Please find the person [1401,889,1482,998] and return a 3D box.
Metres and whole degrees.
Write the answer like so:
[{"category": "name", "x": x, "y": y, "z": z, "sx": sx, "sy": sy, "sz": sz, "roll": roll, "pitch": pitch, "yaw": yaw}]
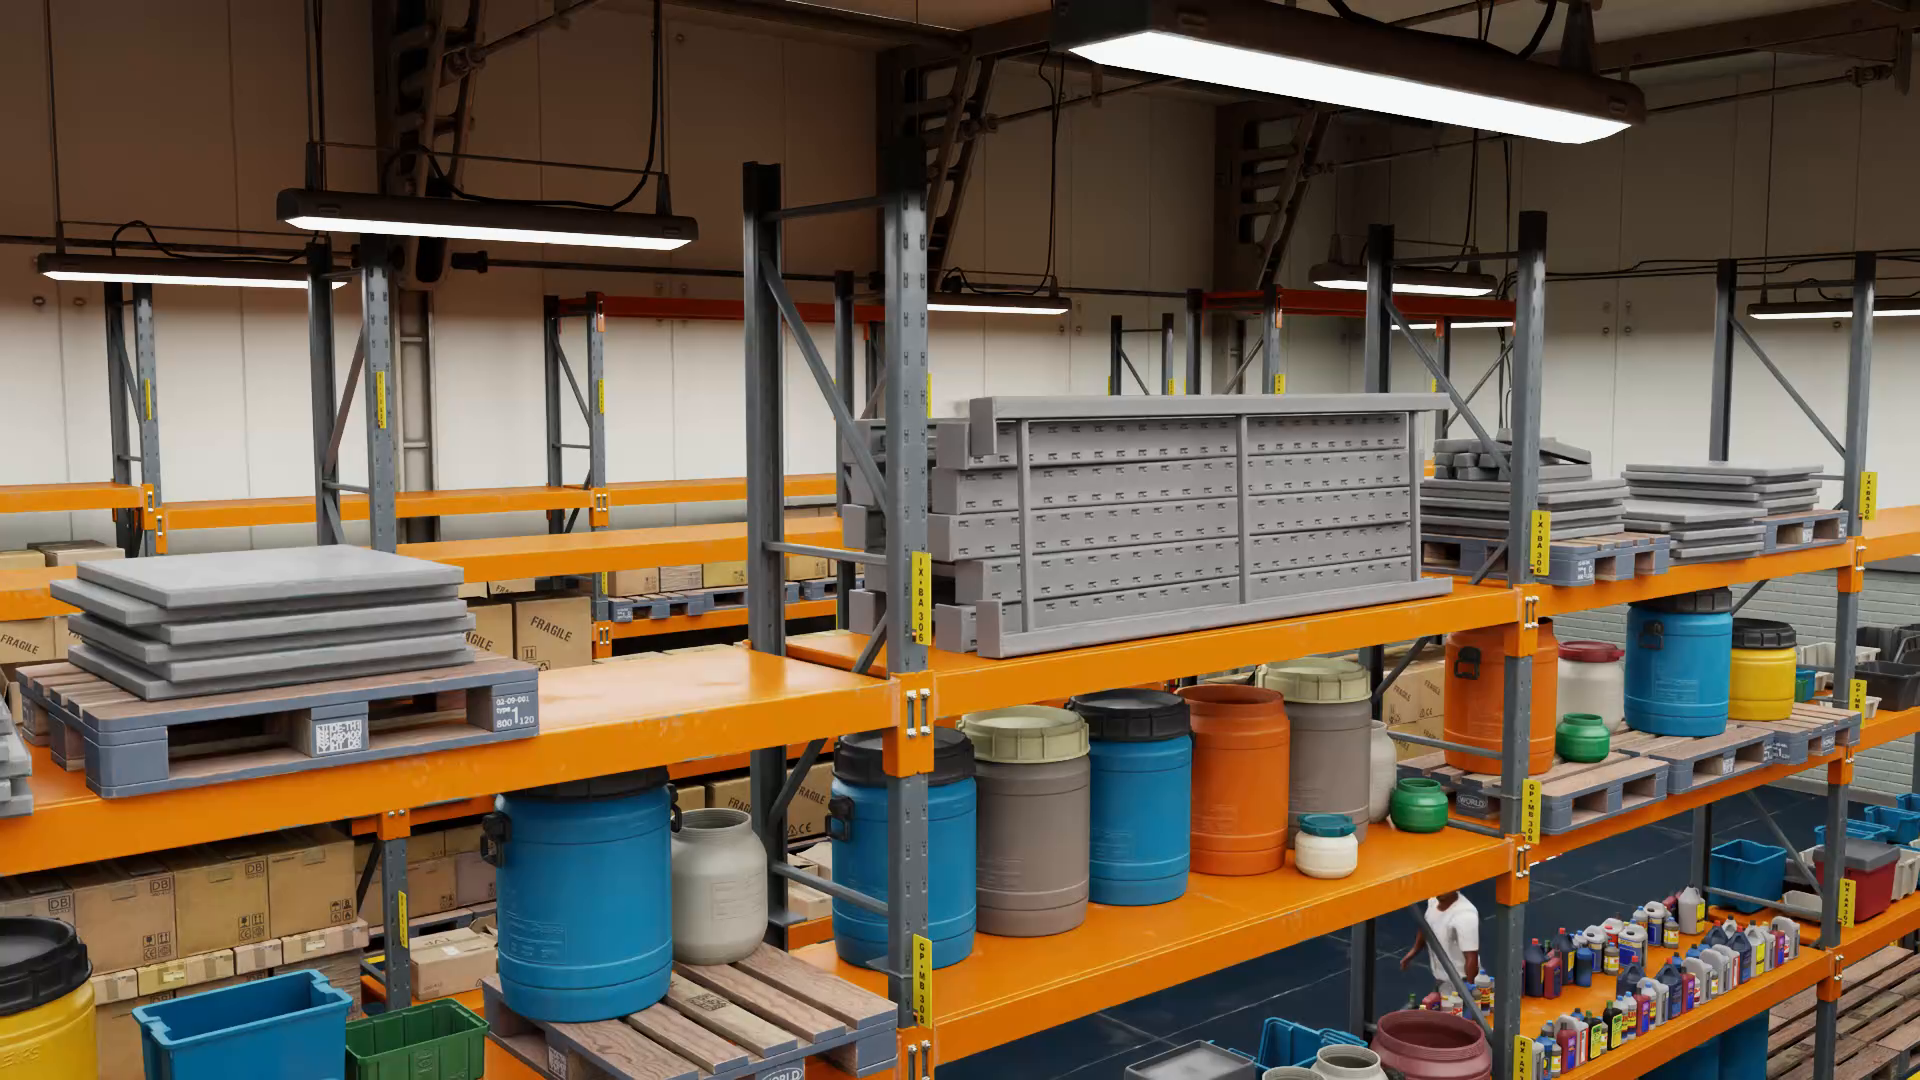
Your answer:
[{"category": "person", "x": 3.511, "y": 3.145, "z": 12.037, "sx": 0.766, "sy": 1.760, "sz": 0.755, "roll": -1, "pitch": 6, "yaw": -6}]
